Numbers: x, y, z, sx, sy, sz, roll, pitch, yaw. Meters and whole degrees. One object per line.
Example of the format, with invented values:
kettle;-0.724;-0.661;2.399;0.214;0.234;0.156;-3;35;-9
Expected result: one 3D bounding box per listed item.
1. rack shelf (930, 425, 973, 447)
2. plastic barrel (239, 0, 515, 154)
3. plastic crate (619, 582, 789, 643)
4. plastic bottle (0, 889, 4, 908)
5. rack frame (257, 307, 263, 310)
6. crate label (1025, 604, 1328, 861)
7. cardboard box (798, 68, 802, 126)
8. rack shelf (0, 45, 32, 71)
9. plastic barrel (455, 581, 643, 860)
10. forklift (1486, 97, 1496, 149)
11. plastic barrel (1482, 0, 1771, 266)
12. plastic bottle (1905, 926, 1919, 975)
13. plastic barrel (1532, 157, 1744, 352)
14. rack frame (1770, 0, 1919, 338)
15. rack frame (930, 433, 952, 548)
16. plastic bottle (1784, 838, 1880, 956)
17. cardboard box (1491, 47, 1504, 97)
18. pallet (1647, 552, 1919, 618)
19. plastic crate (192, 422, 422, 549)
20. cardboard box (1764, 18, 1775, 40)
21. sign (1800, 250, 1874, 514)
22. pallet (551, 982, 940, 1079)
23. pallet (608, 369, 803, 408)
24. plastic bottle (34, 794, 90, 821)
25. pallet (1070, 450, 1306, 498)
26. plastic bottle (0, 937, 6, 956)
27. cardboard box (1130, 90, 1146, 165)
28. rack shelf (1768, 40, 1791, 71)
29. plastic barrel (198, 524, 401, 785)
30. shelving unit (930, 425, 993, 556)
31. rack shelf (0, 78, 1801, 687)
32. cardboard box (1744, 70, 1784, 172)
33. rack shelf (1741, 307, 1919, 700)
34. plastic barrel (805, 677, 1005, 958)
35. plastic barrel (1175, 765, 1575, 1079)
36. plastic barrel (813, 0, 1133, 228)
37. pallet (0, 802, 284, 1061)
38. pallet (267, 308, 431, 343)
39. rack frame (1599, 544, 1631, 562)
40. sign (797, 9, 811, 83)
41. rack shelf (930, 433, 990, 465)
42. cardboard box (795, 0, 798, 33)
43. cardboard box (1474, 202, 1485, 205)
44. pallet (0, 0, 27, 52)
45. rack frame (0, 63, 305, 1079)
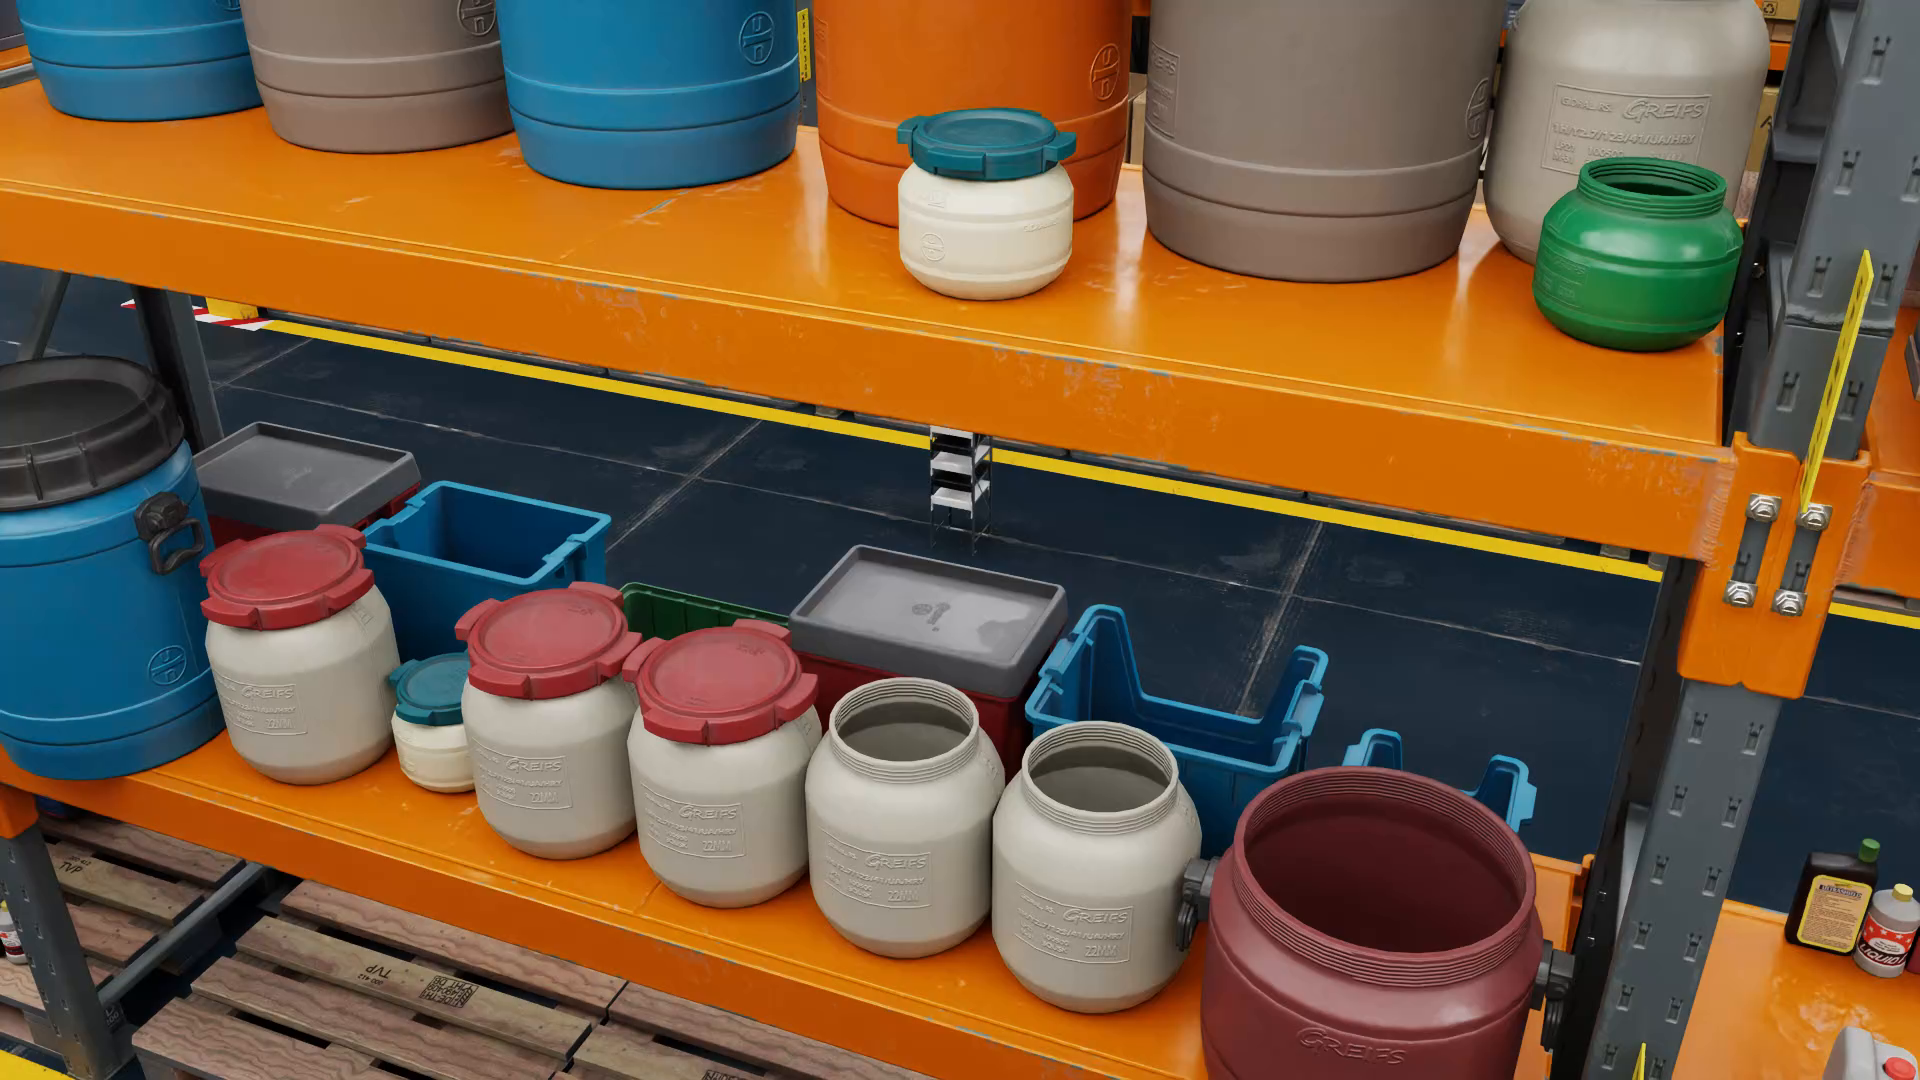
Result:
rack shelf;0.008;-0.518;7.454;0.200;0.077;0.258;11;31;19
plastic barrel;-1.238;-1.337;3.509;0.600;0.901;0.600;0;29;0
plastic crate;-0.677;0.357;4.286;0.662;0.188;0.450;11;31;19
plastic bottle;-3.048;0.979;5.214;0.185;0.351;0.144;11;31;19
rack frame;-4.238;-2.927;9.880;0.127;3.000;1.000;11;31;19
crate label;0.490;0.488;3.802;0.616;0.435;0.502;11;31;19
cardboard box;-0.945;-2.310;8.686;0.500;0.500;0.700;10;31;18
rack shelf;-4.251;-1.292;4.670;4.000;0.370;1.077;11;31;19
plastic barrel;-0.913;0.424;3.813;0.433;0.535;0.433;0;29;0
forklift;2.770;-2.439;9.086;3.031;2.935;1.130;10;31;18
plastic barrel;1.137;-0.741;2.850;0.421;0.512;0.421;0;29;0
plastic bottle;2.058;0.785;3.432;0.133;0.283;0.061;11;31;19
plastic barrel;1.061;-0.450;2.607;0.294;0.245;0.294;0;29;0
rack frame;1.309;-1.801;1.791;0.127;3.000;1.000;11;31;19
rack frame;-0.087;-0.409;7.559;0.006;0.900;0.240;11;31;19
plastic bottle;1.845;0.742;3.507;0.133;0.283;0.061;11;31;19
cardboard box;3.843;-3.380;12.012;0.500;0.250;0.500;12;32;20
pallet;3.853;-0.078;7.673;1.213;0.211;1.003;11;31;19
plastic crate;-1.834;-0.007;4.649;0.583;0.464;0.402;11;31;19
cardboard box;5.252;-3.439;11.021;0.250;0.149;0.380;11;31;18
sign;1.109;-0.197;2.109;0.005;0.325;0.100;11;31;19
pallet;-0.521;1.637;4.639;1.213;0.211;1.003;11;31;19
pallet;-1.253;-1.139;9.551;1.213;0.211;1.003;11;31;19
plastic bottle;-3.043;0.760;5.602;0.185;0.351;0.144;11;31;19
pallet;1.300;-0.630;8.649;1.213;0.211;1.003;11;31;19
plastic bottle;-2.967;1.123;5.028;0.133;0.283;0.061;13;32;22
cardboard box;1.126;-1.891;7.945;0.500;0.500;0.500;11;31;19
rack shelf;6.887;-3.023;10.781;4.000;0.370;1.077;11;31;19
plastic barrel;-1.593;0.289;4.053;0.433;0.535;0.433;0;29;0
shelving unit;0.008;-0.390;7.526;0.210;0.900;0.258;11;31;19
rack shelf;-0.544;-0.552;3.361;4.000;0.370;1.077;11;31;19
cardboard box;5.666;-2.757;11.338;0.750;0.750;0.750;11;31;18
rack shelf;3.163;0.188;2.051;4.000;0.370;1.077;11;31;19
plastic barrel;-0.115;0.591;3.542;0.421;0.512;0.421;0;29;0
plastic barrel;0.765;0.804;3.141;0.708;0.536;0.600;11;31;19
plastic barrel;0.024;-1.054;3.081;0.708;0.830;0.600;11;31;19
pallet;-3.004;1.142;5.516;1.213;0.211;1.003;11;31;19
pallet;-3.514;-1.591;10.350;1.213;0.211;1.003;11;31;19
rack frame;3.175;-1.447;7.262;0.127;3.000;1.000;11;31;19
sign;-0.739;-2.345;7.890;0.005;0.325;0.100;11;31;19
rack shelf;0.008;-0.440;7.498;0.200;0.077;0.258;11;31;19
cardboard box;-0.945;-2.875;8.367;0.500;0.500;0.700;11;31;19
cardboard box;2.238;-1.378;7.395;0.250;0.149;0.380;11;31;19
pallet;-3.103;-1.242;4.042;1.003;0.211;1.213;11;31;19
rack frame;-2.397;0.071;4.576;0.127;3.000;1.000;11;31;19
